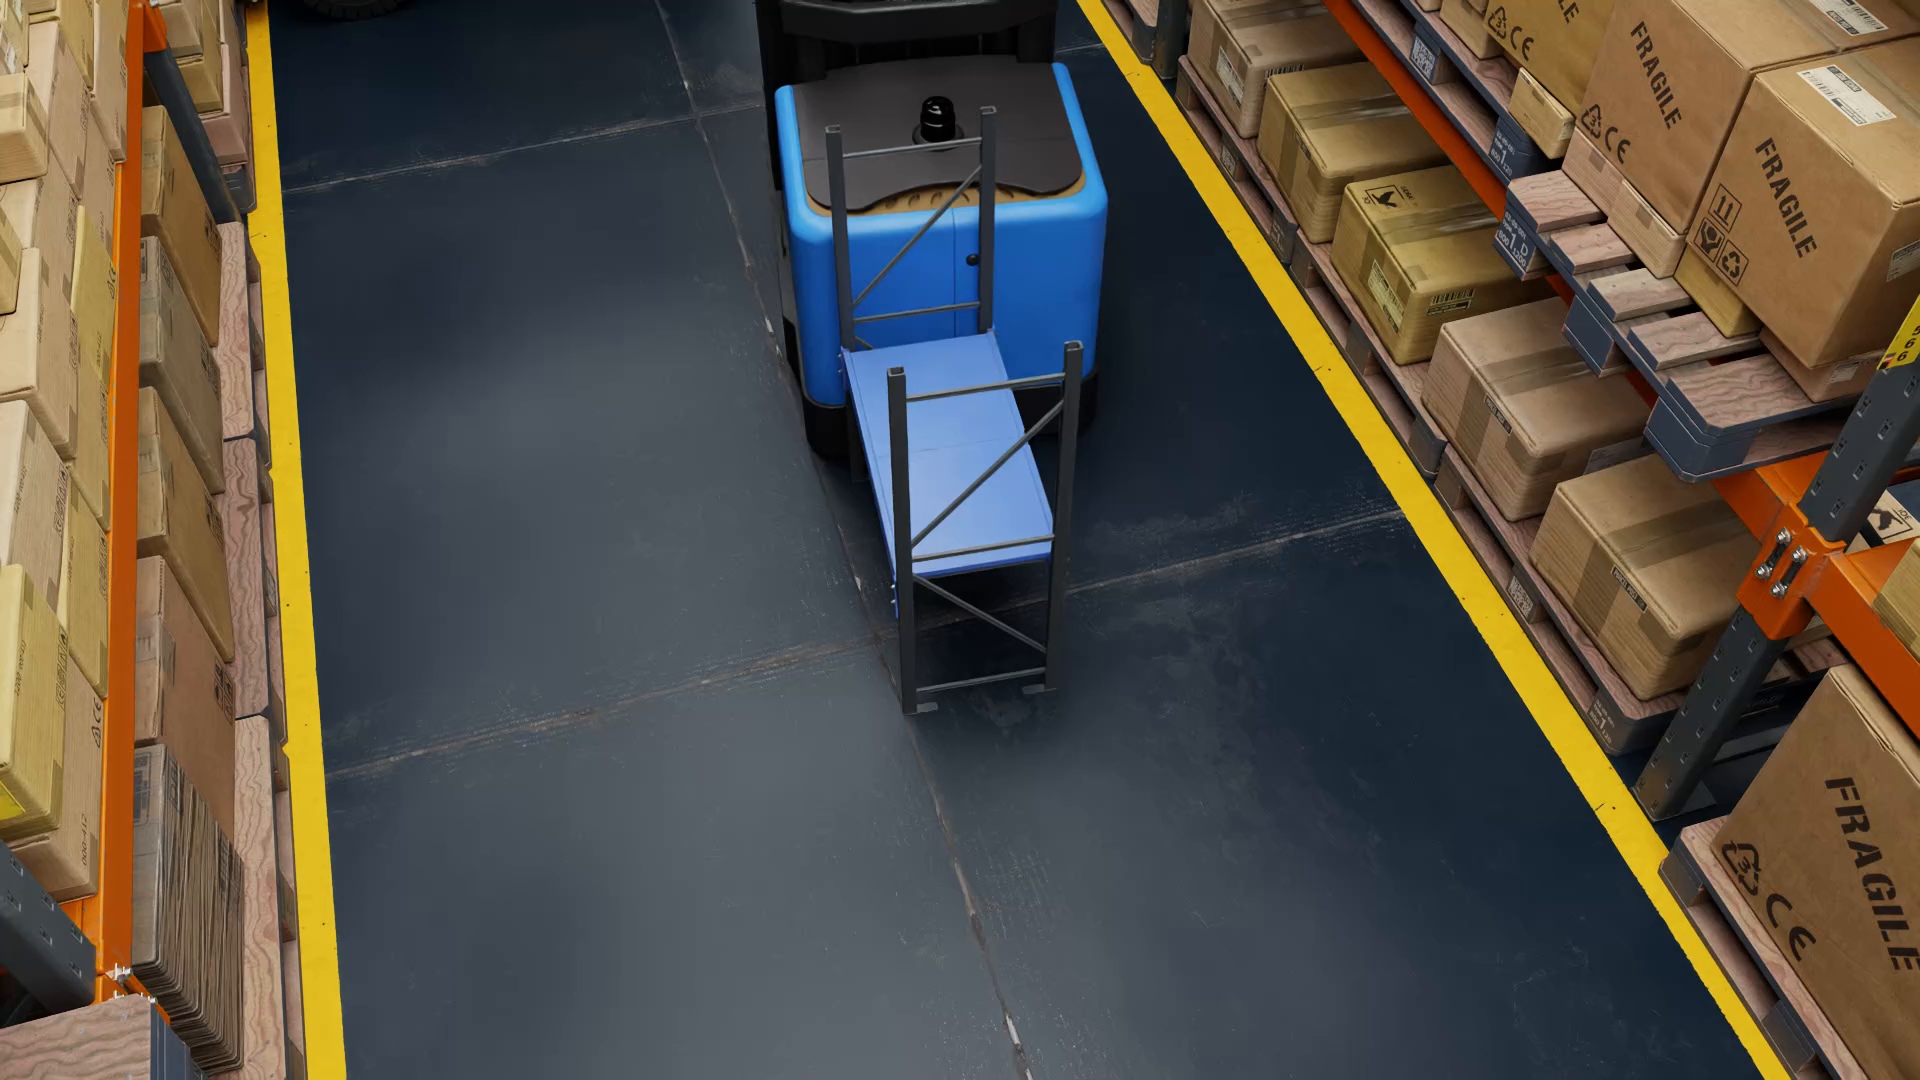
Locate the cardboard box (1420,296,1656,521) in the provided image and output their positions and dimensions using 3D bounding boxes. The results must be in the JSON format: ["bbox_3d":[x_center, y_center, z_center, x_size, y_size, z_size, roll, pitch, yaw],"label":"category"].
[{"bbox_3d":[2.167,-0.507,5.659,0.950,0.372,0.625,-14,51,-12],"label":"cardboard box"}]

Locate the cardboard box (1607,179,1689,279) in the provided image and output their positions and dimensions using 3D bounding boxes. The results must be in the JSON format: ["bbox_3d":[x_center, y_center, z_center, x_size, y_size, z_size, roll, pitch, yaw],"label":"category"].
[{"bbox_3d":[1.964,-0.860,4.403,0.380,0.149,0.250,-14,51,-11],"label":"cardboard box"}]

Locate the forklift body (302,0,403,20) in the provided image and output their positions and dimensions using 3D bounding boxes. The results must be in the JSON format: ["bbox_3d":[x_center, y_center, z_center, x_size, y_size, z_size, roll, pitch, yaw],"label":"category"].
[{"bbox_3d":[-2.252,-3.738,7.495,2.313,2.155,1.214,-13,51,-11],"label":"forklift body"}]

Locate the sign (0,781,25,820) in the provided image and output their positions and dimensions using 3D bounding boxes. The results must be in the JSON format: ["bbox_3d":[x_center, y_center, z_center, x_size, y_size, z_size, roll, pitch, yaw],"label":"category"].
[{"bbox_3d":[-1.674,0.382,2.761,0.100,0.325,0.005,-13,51,-11],"label":"sign"}]

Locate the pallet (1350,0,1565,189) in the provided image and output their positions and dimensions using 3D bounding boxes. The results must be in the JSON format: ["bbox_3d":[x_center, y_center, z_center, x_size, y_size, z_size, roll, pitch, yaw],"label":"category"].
[{"bbox_3d":[1.926,-1.641,5.297,1.003,0.211,1.213,-13,51,-11],"label":"pallet"}]

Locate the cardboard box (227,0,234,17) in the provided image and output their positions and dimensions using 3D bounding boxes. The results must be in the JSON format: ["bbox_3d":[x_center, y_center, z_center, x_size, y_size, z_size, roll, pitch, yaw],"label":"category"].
[{"bbox_3d":[-3.531,-2.479,7.402,0.500,0.250,0.500,-13,51,-10],"label":"cardboard box"}]

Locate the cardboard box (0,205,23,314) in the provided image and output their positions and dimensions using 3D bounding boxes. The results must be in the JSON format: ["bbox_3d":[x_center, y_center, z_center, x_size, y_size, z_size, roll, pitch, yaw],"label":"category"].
[{"bbox_3d":[-2.394,-0.622,3.823,0.380,0.149,0.250,-12,51,-10],"label":"cardboard box"}]

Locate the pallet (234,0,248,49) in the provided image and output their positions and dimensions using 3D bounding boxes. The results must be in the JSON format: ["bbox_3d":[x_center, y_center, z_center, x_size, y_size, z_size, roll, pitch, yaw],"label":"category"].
[{"bbox_3d":[-3.932,-2.647,7.843,1.003,0.211,1.213,-13,51,-11],"label":"pallet"}]

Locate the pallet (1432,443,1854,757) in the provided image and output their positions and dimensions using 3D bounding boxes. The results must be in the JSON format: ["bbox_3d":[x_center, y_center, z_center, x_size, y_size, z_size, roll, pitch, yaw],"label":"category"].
[{"bbox_3d":[2.321,0.061,5.560,1.003,0.211,1.213,-13,51,-11],"label":"pallet"}]

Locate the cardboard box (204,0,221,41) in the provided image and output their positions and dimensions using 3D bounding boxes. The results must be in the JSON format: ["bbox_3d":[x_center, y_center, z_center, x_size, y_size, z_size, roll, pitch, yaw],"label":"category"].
[{"bbox_3d":[-3.372,-2.263,6.893,0.500,0.250,0.500,-14,51,-11],"label":"cardboard box"}]

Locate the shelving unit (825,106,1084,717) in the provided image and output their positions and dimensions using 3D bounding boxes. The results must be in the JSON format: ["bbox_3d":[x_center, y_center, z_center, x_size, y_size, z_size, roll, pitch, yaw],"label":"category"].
[{"bbox_3d":[-0.038,-0.354,5.067,0.538,1.500,1.048,-9,50,-7],"label":"shelving unit"}]

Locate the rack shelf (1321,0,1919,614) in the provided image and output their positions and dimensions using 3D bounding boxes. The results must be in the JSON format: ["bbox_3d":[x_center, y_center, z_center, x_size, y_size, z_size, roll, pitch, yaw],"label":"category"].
[{"bbox_3d":[1.959,-1.495,5.519,1.077,0.370,4.000,-13,51,-11],"label":"rack shelf"}]

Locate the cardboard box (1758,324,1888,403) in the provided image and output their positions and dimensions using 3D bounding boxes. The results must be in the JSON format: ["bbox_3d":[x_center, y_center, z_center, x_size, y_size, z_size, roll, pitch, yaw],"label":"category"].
[{"bbox_3d":[2.229,-0.507,4.105,0.380,0.149,0.250,-12,51,-10],"label":"cardboard box"}]

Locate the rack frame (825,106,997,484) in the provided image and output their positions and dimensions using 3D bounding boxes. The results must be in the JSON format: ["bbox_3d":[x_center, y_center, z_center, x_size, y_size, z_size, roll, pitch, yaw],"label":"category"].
[{"bbox_3d":[-0.141,-0.734,5.388,0.500,1.500,0.032,-9,50,-7],"label":"rack frame"}]

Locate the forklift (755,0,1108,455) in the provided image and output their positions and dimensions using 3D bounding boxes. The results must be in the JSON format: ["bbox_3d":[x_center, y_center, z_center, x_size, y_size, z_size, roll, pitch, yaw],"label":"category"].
[{"bbox_3d":[-0.229,-2.391,5.849,1.130,2.935,3.031,-6,50,-5],"label":"forklift"}]

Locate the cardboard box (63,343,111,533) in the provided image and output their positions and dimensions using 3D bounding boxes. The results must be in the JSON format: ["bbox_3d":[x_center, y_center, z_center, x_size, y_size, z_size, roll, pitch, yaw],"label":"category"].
[{"bbox_3d":[-2.390,-0.215,4.068,0.500,0.250,0.500,-15,51,-12],"label":"cardboard box"}]

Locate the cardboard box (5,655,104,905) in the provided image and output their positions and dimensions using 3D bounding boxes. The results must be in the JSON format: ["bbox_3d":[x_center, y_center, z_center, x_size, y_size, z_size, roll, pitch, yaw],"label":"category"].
[{"bbox_3d":[-2.087,0.528,3.441,0.500,0.250,0.500,-13,51,-11],"label":"cardboard box"}]

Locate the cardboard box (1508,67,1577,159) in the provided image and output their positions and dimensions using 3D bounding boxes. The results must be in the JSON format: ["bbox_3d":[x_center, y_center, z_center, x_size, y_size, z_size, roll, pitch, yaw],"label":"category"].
[{"bbox_3d":[1.802,-1.244,4.726,0.380,0.149,0.250,-13,51,-10],"label":"cardboard box"}]

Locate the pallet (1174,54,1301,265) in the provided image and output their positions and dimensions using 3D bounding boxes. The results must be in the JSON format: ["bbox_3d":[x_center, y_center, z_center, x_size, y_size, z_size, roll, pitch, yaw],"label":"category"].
[{"bbox_3d":[1.600,-1.721,7.062,1.003,0.211,1.213,-13,51,-11],"label":"pallet"}]

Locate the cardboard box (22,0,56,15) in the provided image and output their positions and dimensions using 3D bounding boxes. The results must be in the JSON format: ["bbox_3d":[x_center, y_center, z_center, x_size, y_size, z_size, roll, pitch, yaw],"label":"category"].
[{"bbox_3d":[-2.739,-1.568,4.620,0.380,0.149,0.250,-15,51,-12],"label":"cardboard box"}]

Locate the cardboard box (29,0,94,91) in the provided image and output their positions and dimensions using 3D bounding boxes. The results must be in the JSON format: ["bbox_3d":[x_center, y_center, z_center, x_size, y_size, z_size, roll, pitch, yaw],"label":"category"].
[{"bbox_3d":[-2.824,-1.501,4.824,0.500,0.250,0.500,-15,51,-12],"label":"cardboard box"}]

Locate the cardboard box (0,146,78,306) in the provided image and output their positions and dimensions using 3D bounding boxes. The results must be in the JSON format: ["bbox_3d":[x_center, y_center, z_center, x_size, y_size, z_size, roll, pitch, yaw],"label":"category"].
[{"bbox_3d":[-2.547,-0.753,4.194,0.500,0.250,0.500,-13,51,-10],"label":"cardboard box"}]

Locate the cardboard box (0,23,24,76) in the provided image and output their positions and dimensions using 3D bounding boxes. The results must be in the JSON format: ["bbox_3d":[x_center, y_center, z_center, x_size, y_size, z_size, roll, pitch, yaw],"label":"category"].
[{"bbox_3d":[-2.653,-1.178,4.292,0.380,0.149,0.250,-13,51,-11],"label":"cardboard box"}]

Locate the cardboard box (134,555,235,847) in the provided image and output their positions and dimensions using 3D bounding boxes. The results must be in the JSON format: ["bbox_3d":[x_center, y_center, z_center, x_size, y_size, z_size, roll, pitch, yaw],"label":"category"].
[{"bbox_3d":[-2.562,0.555,4.599,0.875,0.625,0.625,-12,51,-10],"label":"cardboard box"}]

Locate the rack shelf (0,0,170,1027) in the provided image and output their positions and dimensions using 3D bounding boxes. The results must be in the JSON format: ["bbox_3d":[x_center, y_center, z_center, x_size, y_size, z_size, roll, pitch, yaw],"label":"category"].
[{"bbox_3d":[-2.781,-0.370,4.571,1.077,0.370,4.000,-13,51,-11],"label":"rack shelf"}]

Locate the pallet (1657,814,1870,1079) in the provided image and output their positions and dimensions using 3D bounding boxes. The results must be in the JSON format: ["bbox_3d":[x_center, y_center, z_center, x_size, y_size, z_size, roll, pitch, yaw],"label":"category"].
[{"bbox_3d":[2.712,1.225,4.579,1.003,0.211,1.213,-13,51,-11],"label":"pallet"}]

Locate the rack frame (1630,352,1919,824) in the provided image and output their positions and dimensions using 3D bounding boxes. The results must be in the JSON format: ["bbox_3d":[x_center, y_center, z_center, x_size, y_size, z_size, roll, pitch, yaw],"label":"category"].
[{"bbox_3d":[2.551,-0.266,4.013,1.000,3.000,0.127,-13,51,-11],"label":"rack frame"}]

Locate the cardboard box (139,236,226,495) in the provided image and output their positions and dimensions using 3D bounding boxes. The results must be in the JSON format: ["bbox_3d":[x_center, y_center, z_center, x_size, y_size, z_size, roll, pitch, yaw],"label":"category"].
[{"bbox_3d":[-2.985,-0.486,5.476,0.875,0.625,0.625,-14,51,-11],"label":"cardboard box"}]

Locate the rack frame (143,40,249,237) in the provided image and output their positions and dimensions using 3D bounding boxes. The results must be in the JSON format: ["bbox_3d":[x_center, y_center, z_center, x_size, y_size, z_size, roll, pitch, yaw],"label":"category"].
[{"bbox_3d":[-3.373,-2.063,5.527,1.000,3.000,0.127,-13,51,-11],"label":"rack frame"}]

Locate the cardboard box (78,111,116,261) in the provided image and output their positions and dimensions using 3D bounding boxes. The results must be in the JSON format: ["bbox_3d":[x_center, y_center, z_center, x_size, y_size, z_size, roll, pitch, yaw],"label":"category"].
[{"bbox_3d":[-2.702,-0.970,4.704,0.500,0.250,0.500,-13,51,-11],"label":"cardboard box"}]

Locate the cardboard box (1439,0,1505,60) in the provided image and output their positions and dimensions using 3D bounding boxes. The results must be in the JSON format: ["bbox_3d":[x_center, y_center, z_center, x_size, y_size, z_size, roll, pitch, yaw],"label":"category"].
[{"bbox_3d":[1.695,-1.621,5.044,0.380,0.149,0.250,-15,51,-12],"label":"cardboard box"}]

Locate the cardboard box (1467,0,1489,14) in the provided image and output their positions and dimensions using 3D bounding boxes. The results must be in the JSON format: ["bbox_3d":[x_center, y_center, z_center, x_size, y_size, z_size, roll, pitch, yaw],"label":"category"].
[{"bbox_3d":[1.677,-1.941,4.890,0.500,0.500,0.500,-15,52,-12],"label":"cardboard box"}]

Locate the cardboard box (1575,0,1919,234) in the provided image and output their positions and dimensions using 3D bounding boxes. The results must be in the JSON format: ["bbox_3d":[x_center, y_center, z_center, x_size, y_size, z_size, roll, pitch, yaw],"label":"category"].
[{"bbox_3d":[1.988,-1.174,4.243,0.500,0.500,0.500,-14,51,-12],"label":"cardboard box"}]

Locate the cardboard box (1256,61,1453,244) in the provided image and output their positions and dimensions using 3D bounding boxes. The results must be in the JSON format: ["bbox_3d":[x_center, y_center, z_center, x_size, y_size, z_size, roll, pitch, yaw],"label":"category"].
[{"bbox_3d":[1.741,-1.569,6.555,0.950,0.372,0.625,-10,51,-9],"label":"cardboard box"}]

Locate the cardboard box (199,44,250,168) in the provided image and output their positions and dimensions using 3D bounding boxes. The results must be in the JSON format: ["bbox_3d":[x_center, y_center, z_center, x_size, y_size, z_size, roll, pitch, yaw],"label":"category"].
[{"bbox_3d":[-3.199,-1.740,6.779,0.500,0.250,0.500,-13,51,-11],"label":"cardboard box"}]

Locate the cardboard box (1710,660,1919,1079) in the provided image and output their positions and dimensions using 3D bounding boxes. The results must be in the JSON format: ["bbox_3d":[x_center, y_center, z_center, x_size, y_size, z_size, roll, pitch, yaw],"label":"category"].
[{"bbox_3d":[2.676,0.807,4.223,0.875,0.875,0.875,-14,51,-11],"label":"cardboard box"}]

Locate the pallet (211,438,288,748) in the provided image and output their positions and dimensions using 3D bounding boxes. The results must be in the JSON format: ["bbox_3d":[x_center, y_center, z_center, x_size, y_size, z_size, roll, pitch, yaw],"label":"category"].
[{"bbox_3d":[-2.753,0.258,5.394,1.003,0.211,1.213,-13,51,-11],"label":"pallet"}]

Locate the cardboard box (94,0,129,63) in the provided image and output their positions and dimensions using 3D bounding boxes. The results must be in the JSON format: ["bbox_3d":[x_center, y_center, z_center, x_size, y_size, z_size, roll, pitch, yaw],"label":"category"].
[{"bbox_3d":[-2.974,-1.705,5.324,0.500,0.250,0.500,-12,51,-10],"label":"cardboard box"}]

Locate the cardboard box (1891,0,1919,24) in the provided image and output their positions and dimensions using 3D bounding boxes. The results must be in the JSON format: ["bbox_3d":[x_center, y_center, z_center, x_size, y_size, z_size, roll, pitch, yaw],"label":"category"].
[{"bbox_3d":[2.478,-1.290,4.341,0.500,0.500,0.500,-11,51,-9],"label":"cardboard box"}]

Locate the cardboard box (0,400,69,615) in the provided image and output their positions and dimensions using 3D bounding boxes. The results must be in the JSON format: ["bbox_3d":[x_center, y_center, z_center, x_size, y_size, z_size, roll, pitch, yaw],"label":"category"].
[{"bbox_3d":[-2.234,0.001,3.559,0.500,0.250,0.500,-12,51,-10],"label":"cardboard box"}]
